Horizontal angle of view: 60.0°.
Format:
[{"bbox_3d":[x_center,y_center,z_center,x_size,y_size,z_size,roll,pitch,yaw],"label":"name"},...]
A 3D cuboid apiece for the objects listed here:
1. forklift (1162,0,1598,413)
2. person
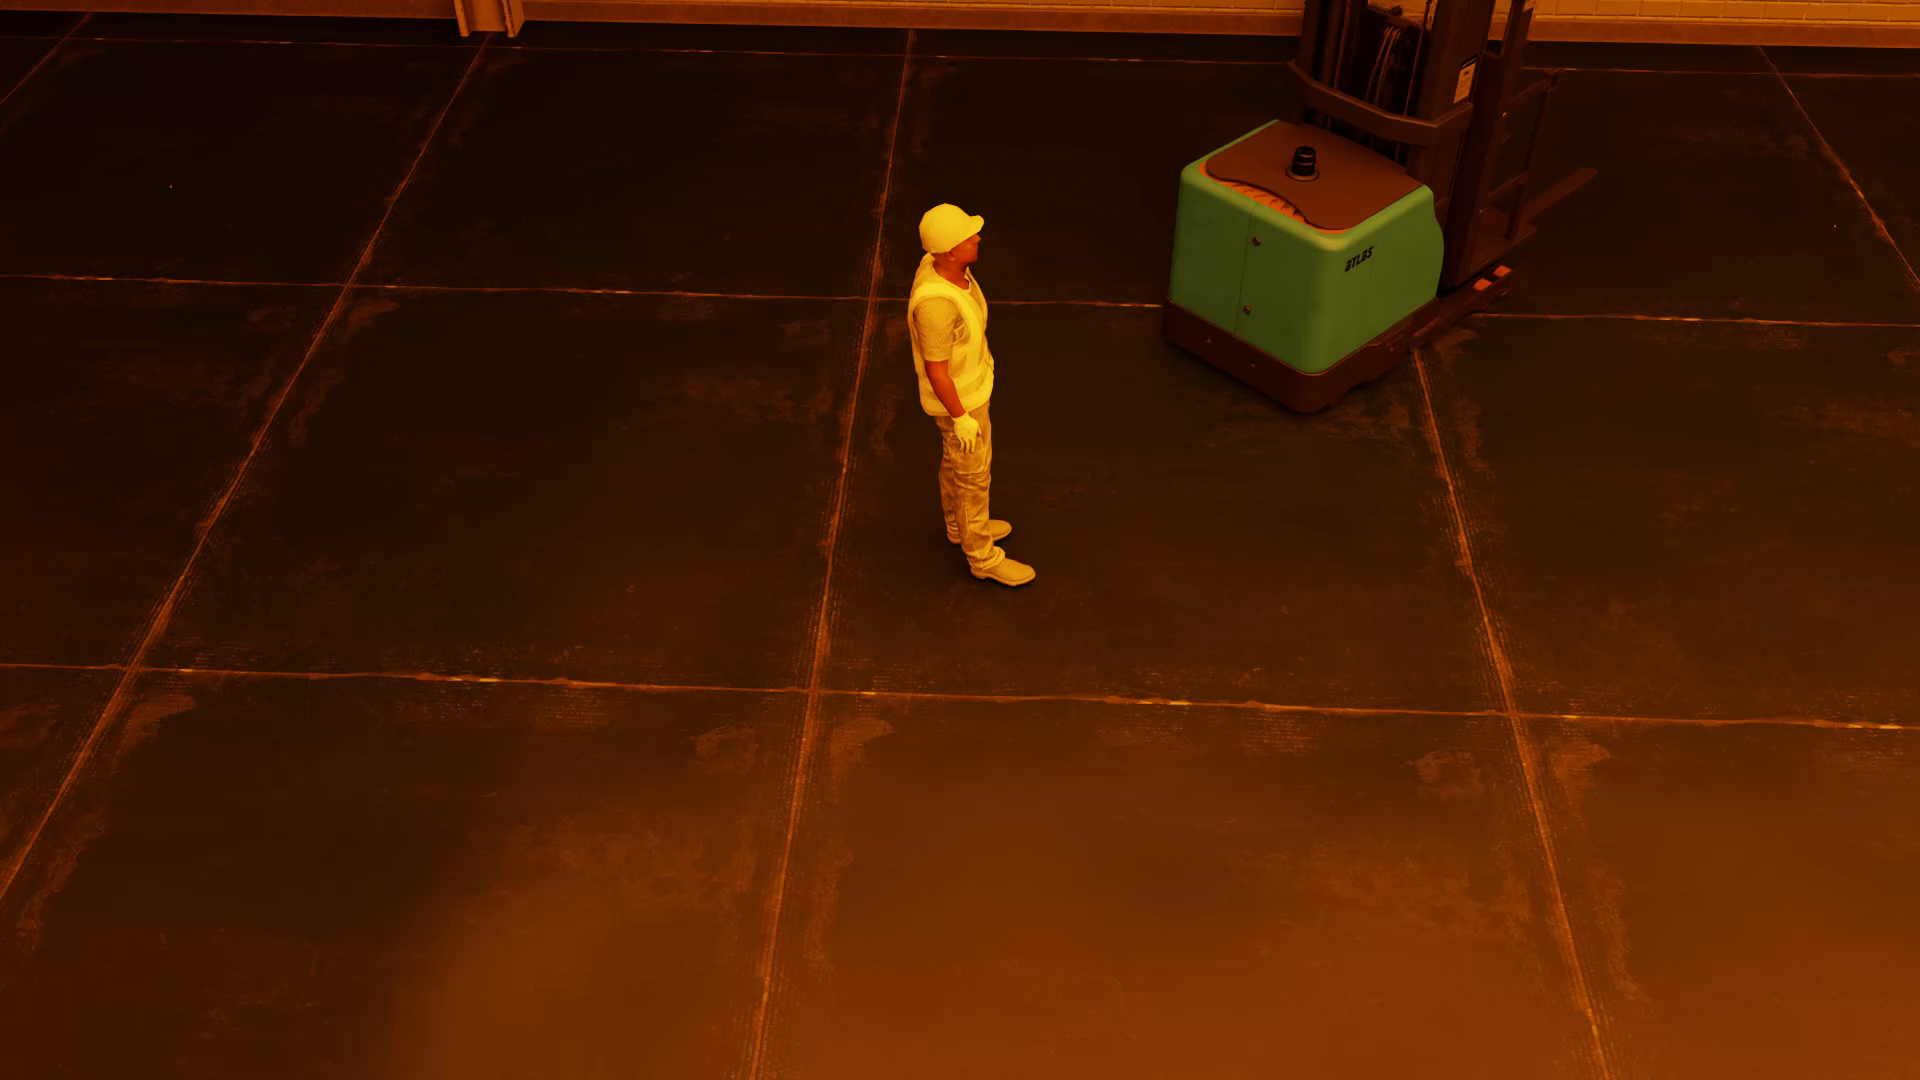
[{"bbox_3d":[2.517,-2.608,8.600,3.031,2.935,1.130,-32,51,-30],"label":"forklift"},{"bbox_3d":[0.072,-0.656,7.302,0.575,1.784,0.656,2,42,2],"label":"person"}]
